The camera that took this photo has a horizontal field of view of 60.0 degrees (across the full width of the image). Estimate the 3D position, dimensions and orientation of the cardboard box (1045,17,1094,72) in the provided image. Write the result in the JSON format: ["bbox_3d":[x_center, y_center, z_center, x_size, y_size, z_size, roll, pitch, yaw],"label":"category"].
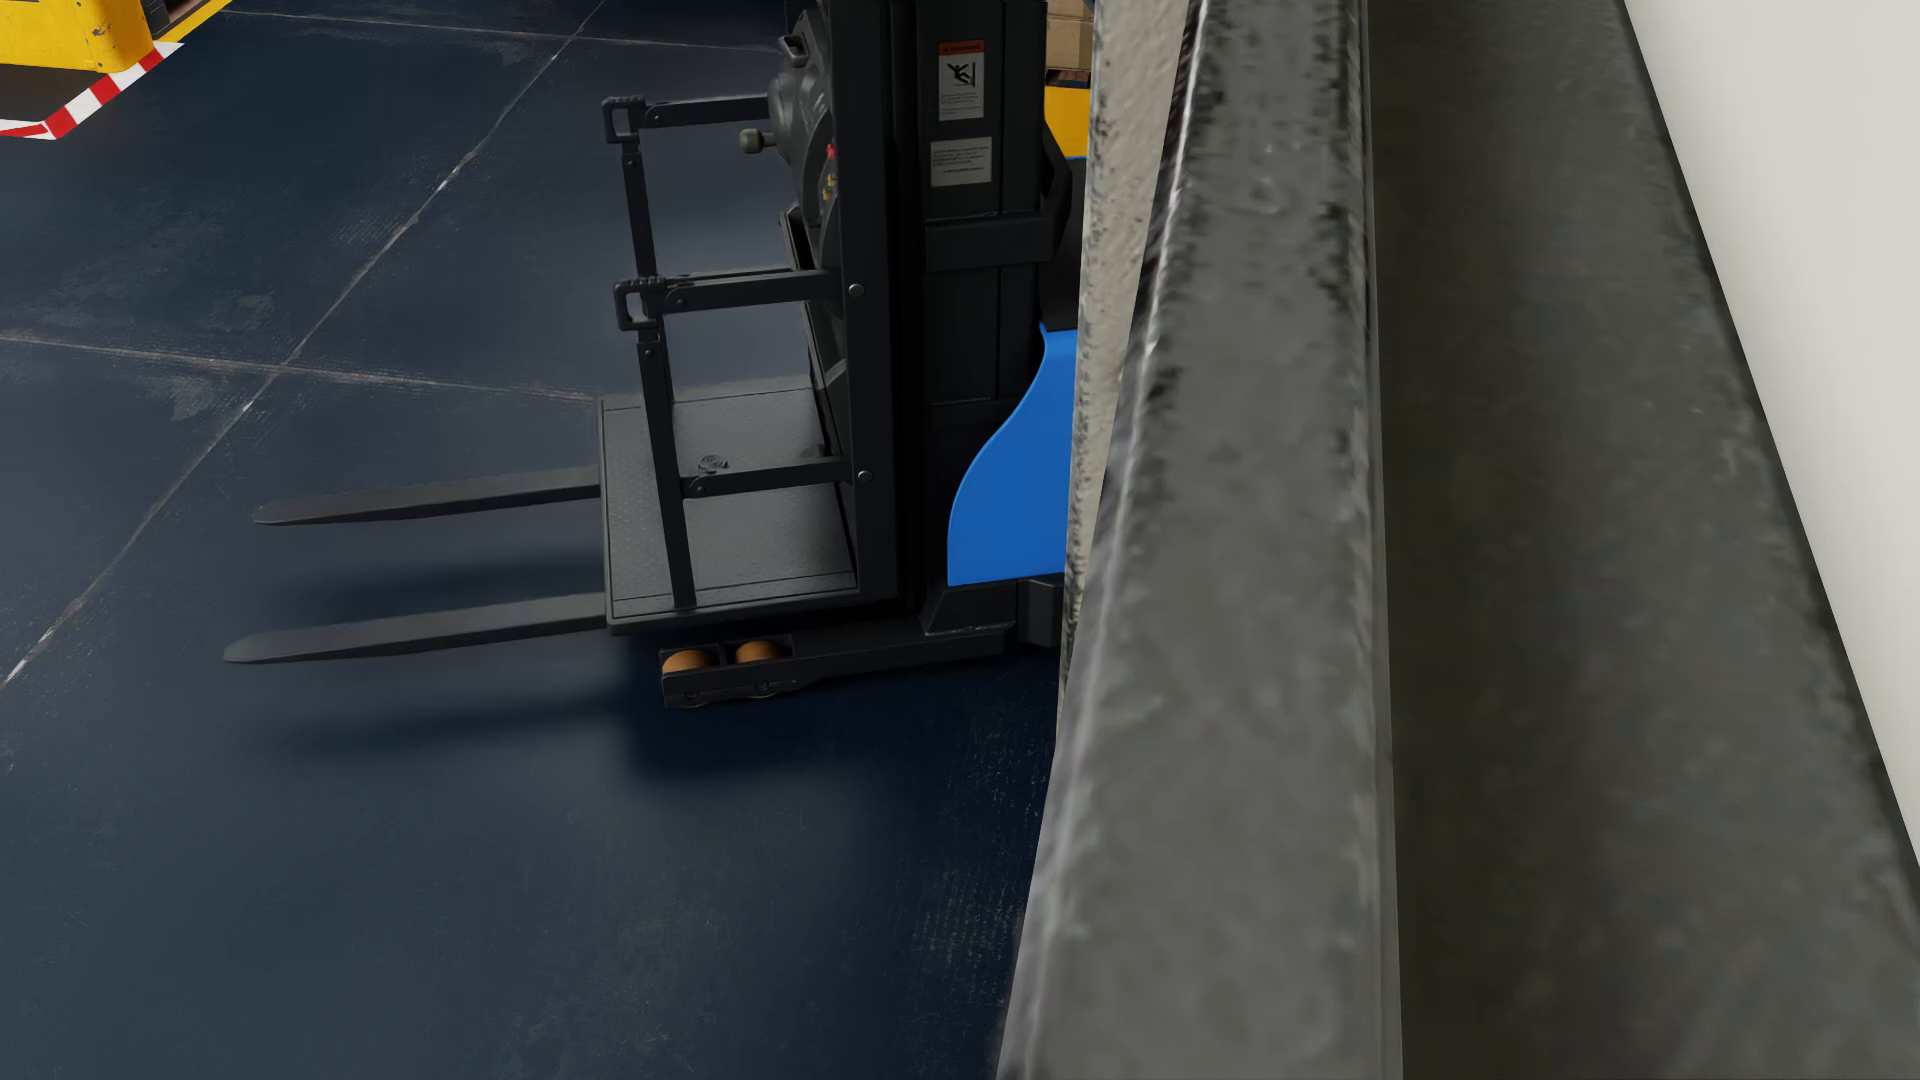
[{"bbox_3d":[0.604,-2.348,7.565,0.500,0.250,0.500,7,40,8],"label":"cardboard box"}]

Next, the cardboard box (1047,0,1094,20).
[{"bbox_3d":[0.613,-2.527,7.388,0.500,0.250,0.500,7,40,8],"label":"cardboard box"}]

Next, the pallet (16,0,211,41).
[{"bbox_3d":[-4.374,-2.984,8.693,1.003,0.211,1.213,6,40,8],"label":"pallet"}]

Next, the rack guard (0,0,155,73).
[{"bbox_3d":[-4.550,-2.589,7.989,1.175,0.500,0.348,6,40,8],"label":"rack guard"}]

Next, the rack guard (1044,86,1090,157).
[{"bbox_3d":[0.323,-1.981,7.254,1.175,0.500,0.348,6,40,8],"label":"rack guard"}]

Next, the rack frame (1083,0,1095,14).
[{"bbox_3d":[0.327,-2.960,6.476,1.000,3.000,0.127,6,40,8],"label":"rack frame"}]

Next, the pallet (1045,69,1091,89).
[{"bbox_3d":[0.418,-2.370,7.950,1.003,0.211,1.213,6,40,8],"label":"pallet"}]

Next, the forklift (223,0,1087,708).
[{"bbox_3d":[-0.575,-1.024,4.189,3.031,2.935,1.130,-7,40,-8],"label":"forklift"}]
